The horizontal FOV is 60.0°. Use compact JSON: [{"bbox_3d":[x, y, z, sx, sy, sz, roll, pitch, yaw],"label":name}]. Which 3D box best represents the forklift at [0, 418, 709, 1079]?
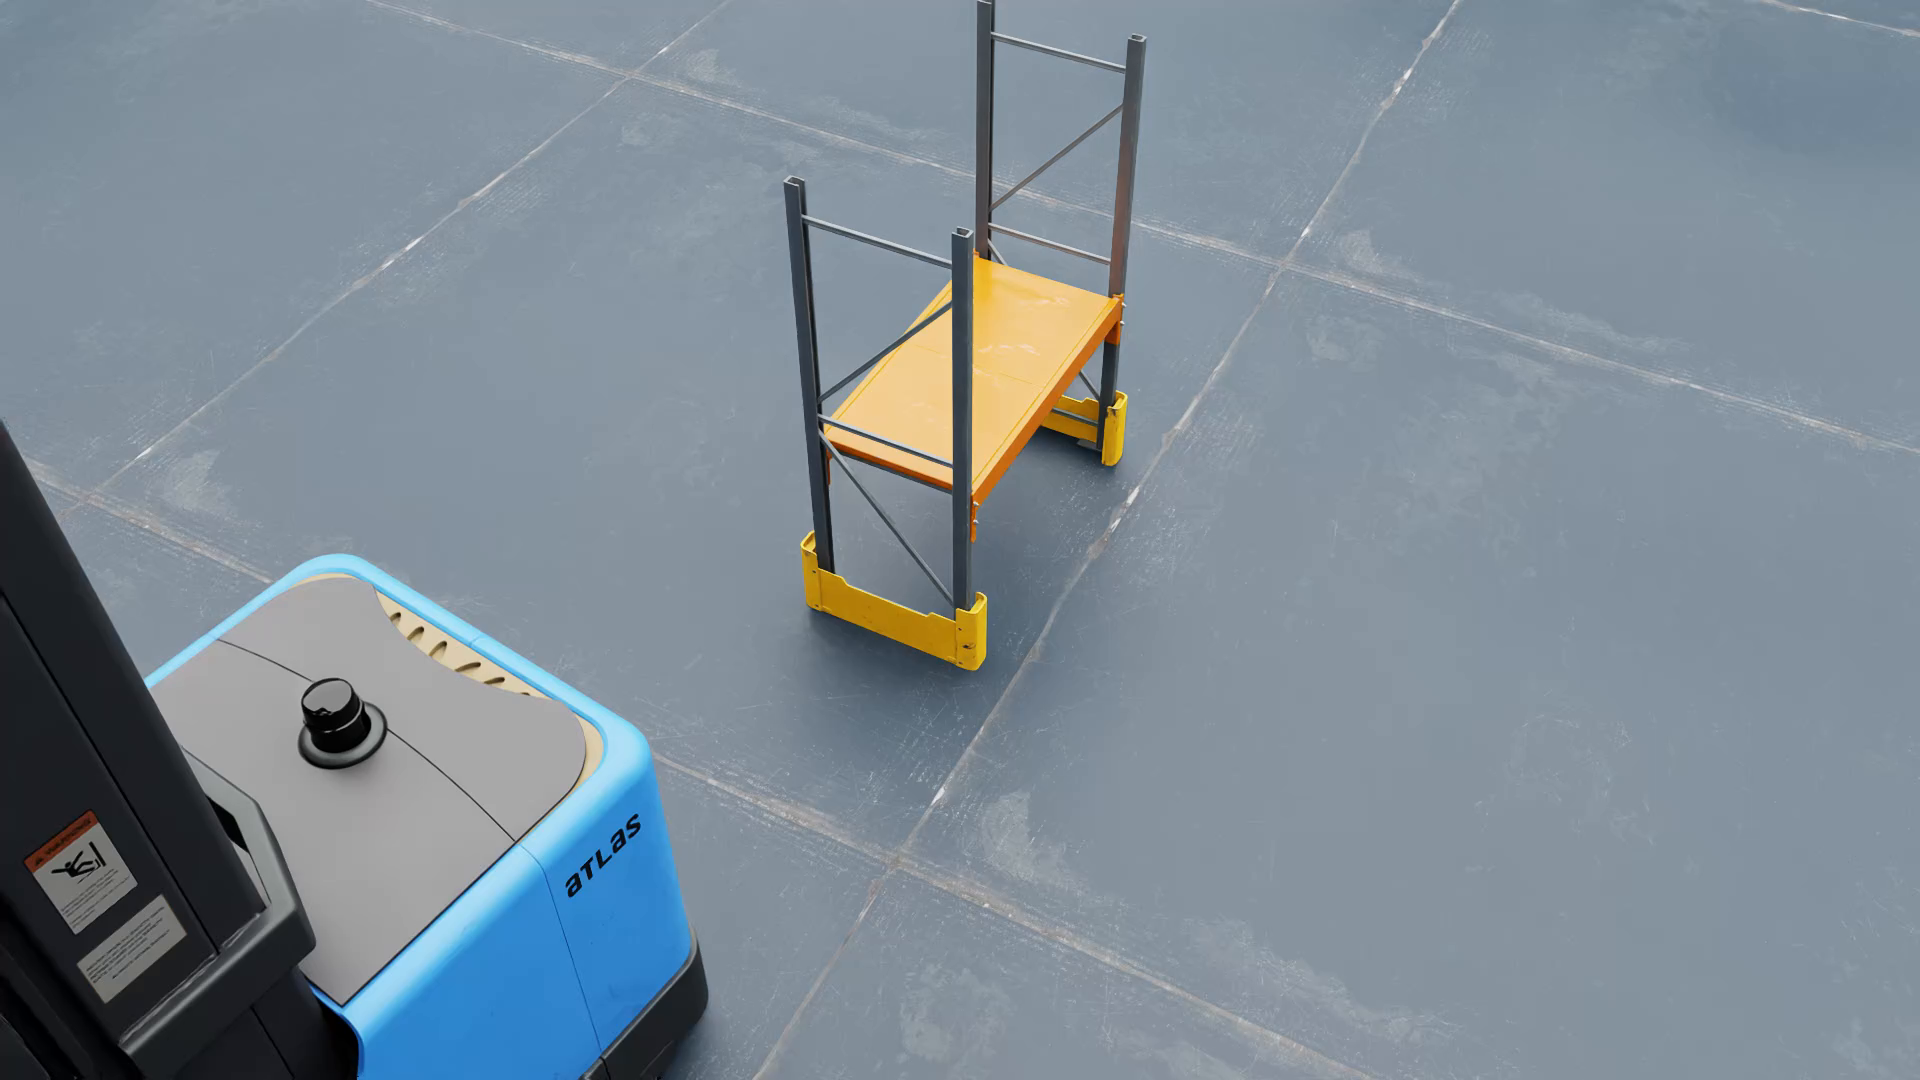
[{"bbox_3d":[-1.870,0.785,2.414,1.130,2.935,3.031,27,51,24],"label":"forklift"}]

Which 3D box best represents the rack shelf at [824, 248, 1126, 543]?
[{"bbox_3d":[0.040,-0.455,4.898,0.538,0.185,1.000,20,49,19],"label":"rack shelf"}]

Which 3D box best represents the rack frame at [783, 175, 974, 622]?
[{"bbox_3d":[-0.196,-0.261,4.453,0.500,1.500,0.032,20,49,19],"label":"rack frame"}]

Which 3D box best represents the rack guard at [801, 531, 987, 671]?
[{"bbox_3d":[-0.196,0.178,4.898,0.587,0.250,0.087,20,49,19],"label":"rack guard"}]

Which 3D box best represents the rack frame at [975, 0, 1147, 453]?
[{"bbox_3d":[0.276,-0.901,5.086,0.500,1.500,0.032,20,49,19],"label":"rack frame"}]

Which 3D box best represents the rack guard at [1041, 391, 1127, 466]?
[{"bbox_3d":[0.267,-0.450,5.519,0.587,0.250,0.087,20,49,19],"label":"rack guard"}]

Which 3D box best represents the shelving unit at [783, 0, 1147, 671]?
[{"bbox_3d":[0.035,-0.575,4.764,0.587,1.500,1.083,20,49,19],"label":"shelving unit"}]
